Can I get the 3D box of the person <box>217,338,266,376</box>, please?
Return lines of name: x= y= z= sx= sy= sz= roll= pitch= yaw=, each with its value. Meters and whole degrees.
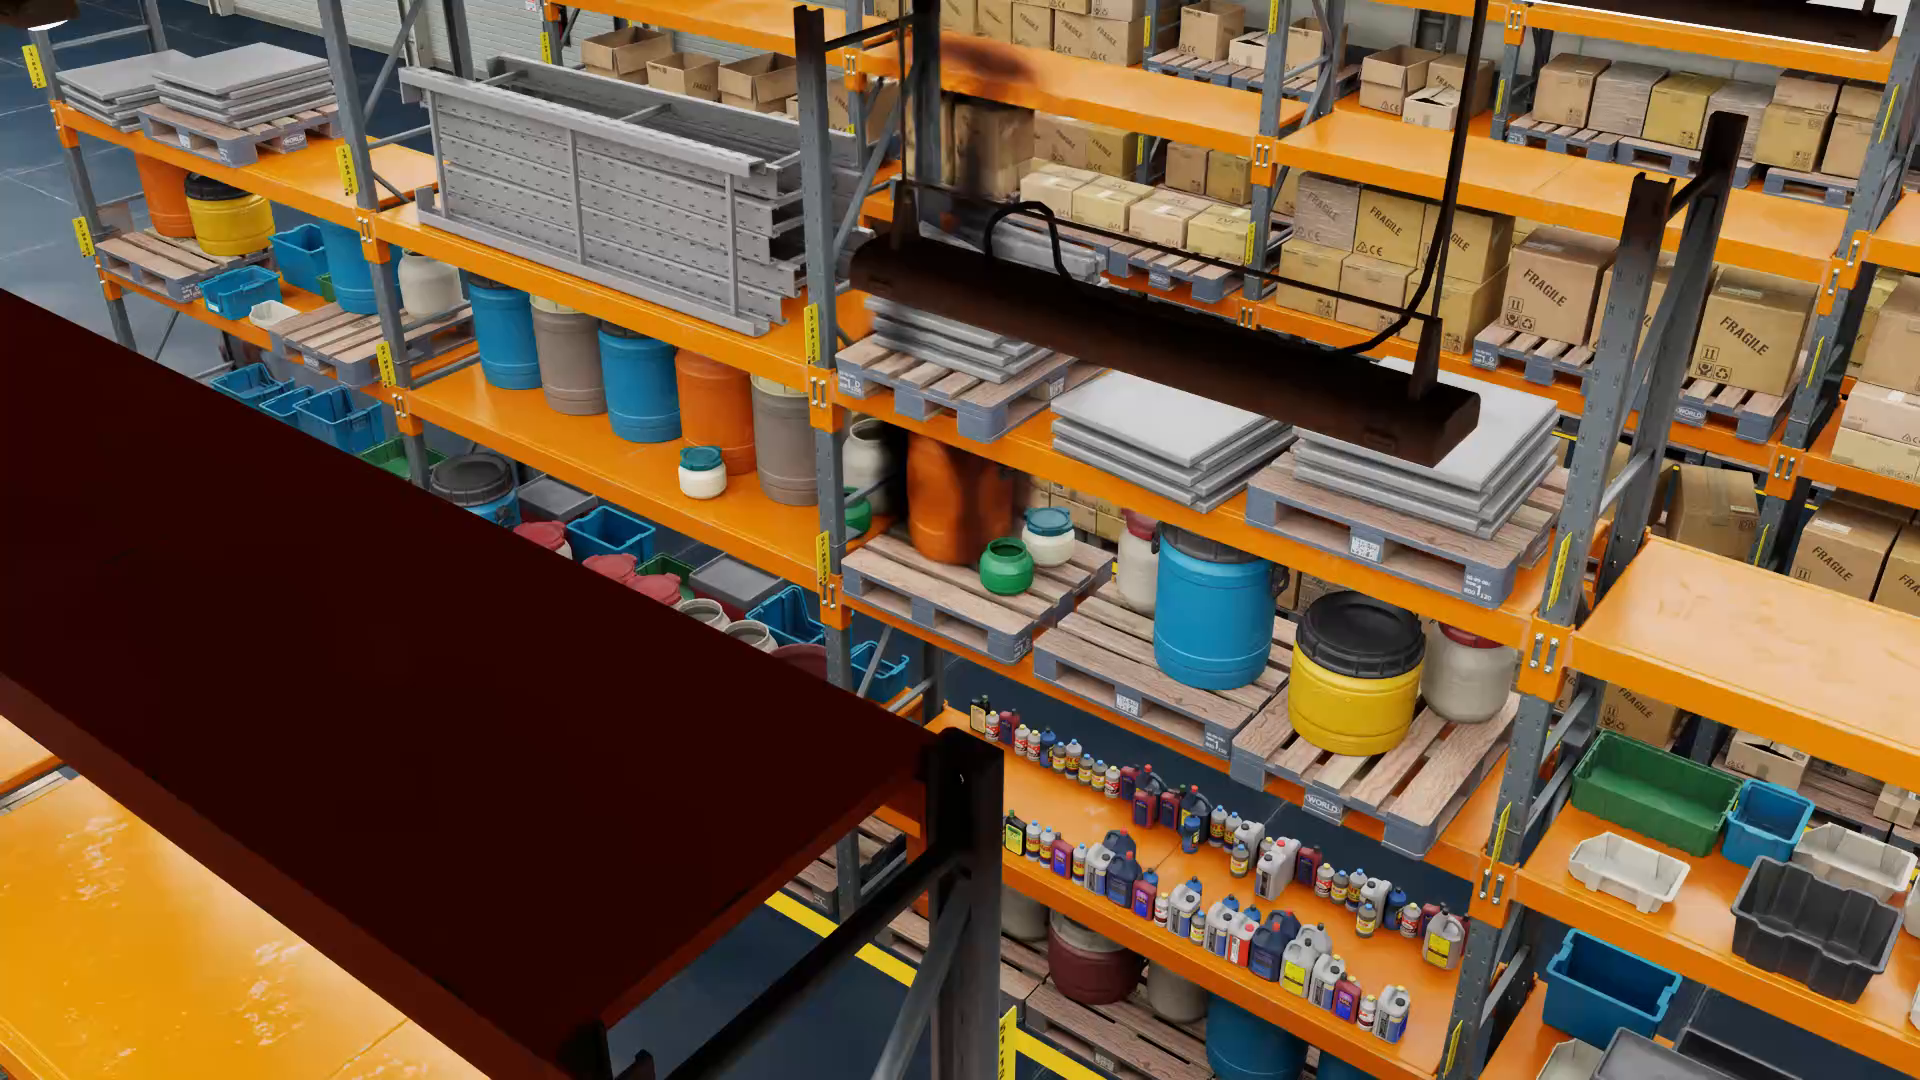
person: x=-6.804 y=-1.484 z=16.087 sx=0.738 sy=1.740 sz=0.750 roll=1 pitch=31 yaw=1
